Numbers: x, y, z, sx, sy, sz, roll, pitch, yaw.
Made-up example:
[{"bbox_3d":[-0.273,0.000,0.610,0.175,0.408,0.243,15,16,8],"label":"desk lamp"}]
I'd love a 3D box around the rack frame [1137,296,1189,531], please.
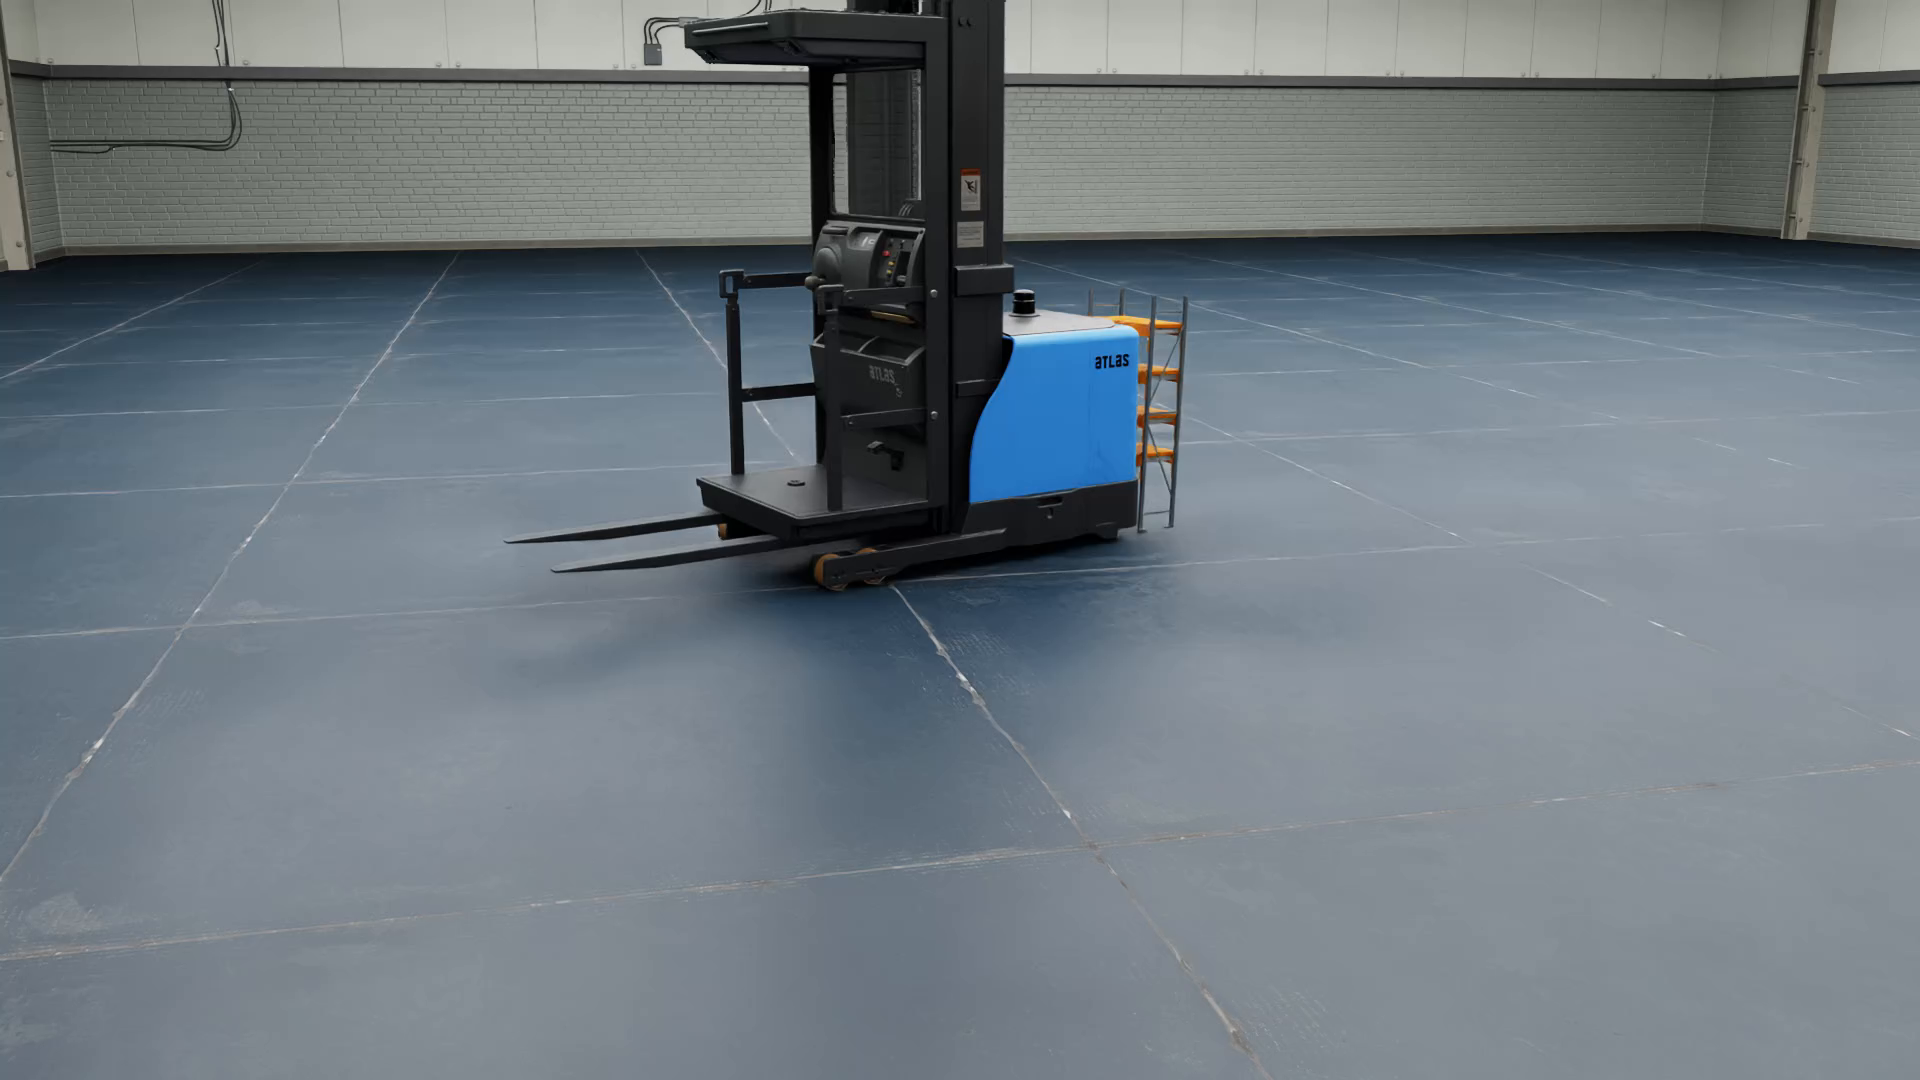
[{"bbox_3d":[1.039,-0.646,8.517,0.240,1.200,0.015,-7,15,-35],"label":"rack frame"}]

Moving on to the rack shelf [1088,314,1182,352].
[{"bbox_3d":[0.911,-1.077,8.627,0.258,0.148,0.480,-7,15,-35],"label":"rack shelf"}]

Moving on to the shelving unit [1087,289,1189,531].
[{"bbox_3d":[0.896,-0.693,8.710,0.258,1.200,0.503,-7,15,-35],"label":"shelving unit"}]

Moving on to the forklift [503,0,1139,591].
[{"bbox_3d":[-0.609,-1.338,7.728,3.031,2.935,1.130,-9,16,-32],"label":"forklift"}]

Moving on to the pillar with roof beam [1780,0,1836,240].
[{"bbox_3d":[12.128,-10.018,30.471,9.100,9.000,0.400,-3,14,-13],"label":"pillar with roof beam"}]

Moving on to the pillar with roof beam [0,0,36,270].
[{"bbox_3d":[-10.122,-8.742,25.249,9.100,9.000,0.400,-3,14,-13],"label":"pillar with roof beam"}]

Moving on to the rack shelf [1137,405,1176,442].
[{"bbox_3d":[0.894,-0.627,8.724,0.258,0.148,0.480,-7,15,-35],"label":"rack shelf"}]

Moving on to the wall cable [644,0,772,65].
[{"bbox_3d":[-4.481,-11.433,29.097,2.305,6.003,0.169,-3,14,-13],"label":"wall cable"}]

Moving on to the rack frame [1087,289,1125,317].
[{"bbox_3d":[0.753,-0.740,8.902,0.240,1.200,0.015,-7,15,-35],"label":"rack frame"}]

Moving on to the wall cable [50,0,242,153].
[{"bbox_3d":[-13.713,-7.747,27.718,3.097,2.526,0.112,-3,14,-13],"label":"wall cable"}]

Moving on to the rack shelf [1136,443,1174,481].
[{"bbox_3d":[0.886,-0.433,8.766,0.258,0.148,0.480,-7,15,-35],"label":"rack shelf"}]

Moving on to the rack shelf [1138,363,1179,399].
[{"bbox_3d":[0.902,-0.846,8.677,0.258,0.148,0.480,-7,15,-35],"label":"rack shelf"}]
